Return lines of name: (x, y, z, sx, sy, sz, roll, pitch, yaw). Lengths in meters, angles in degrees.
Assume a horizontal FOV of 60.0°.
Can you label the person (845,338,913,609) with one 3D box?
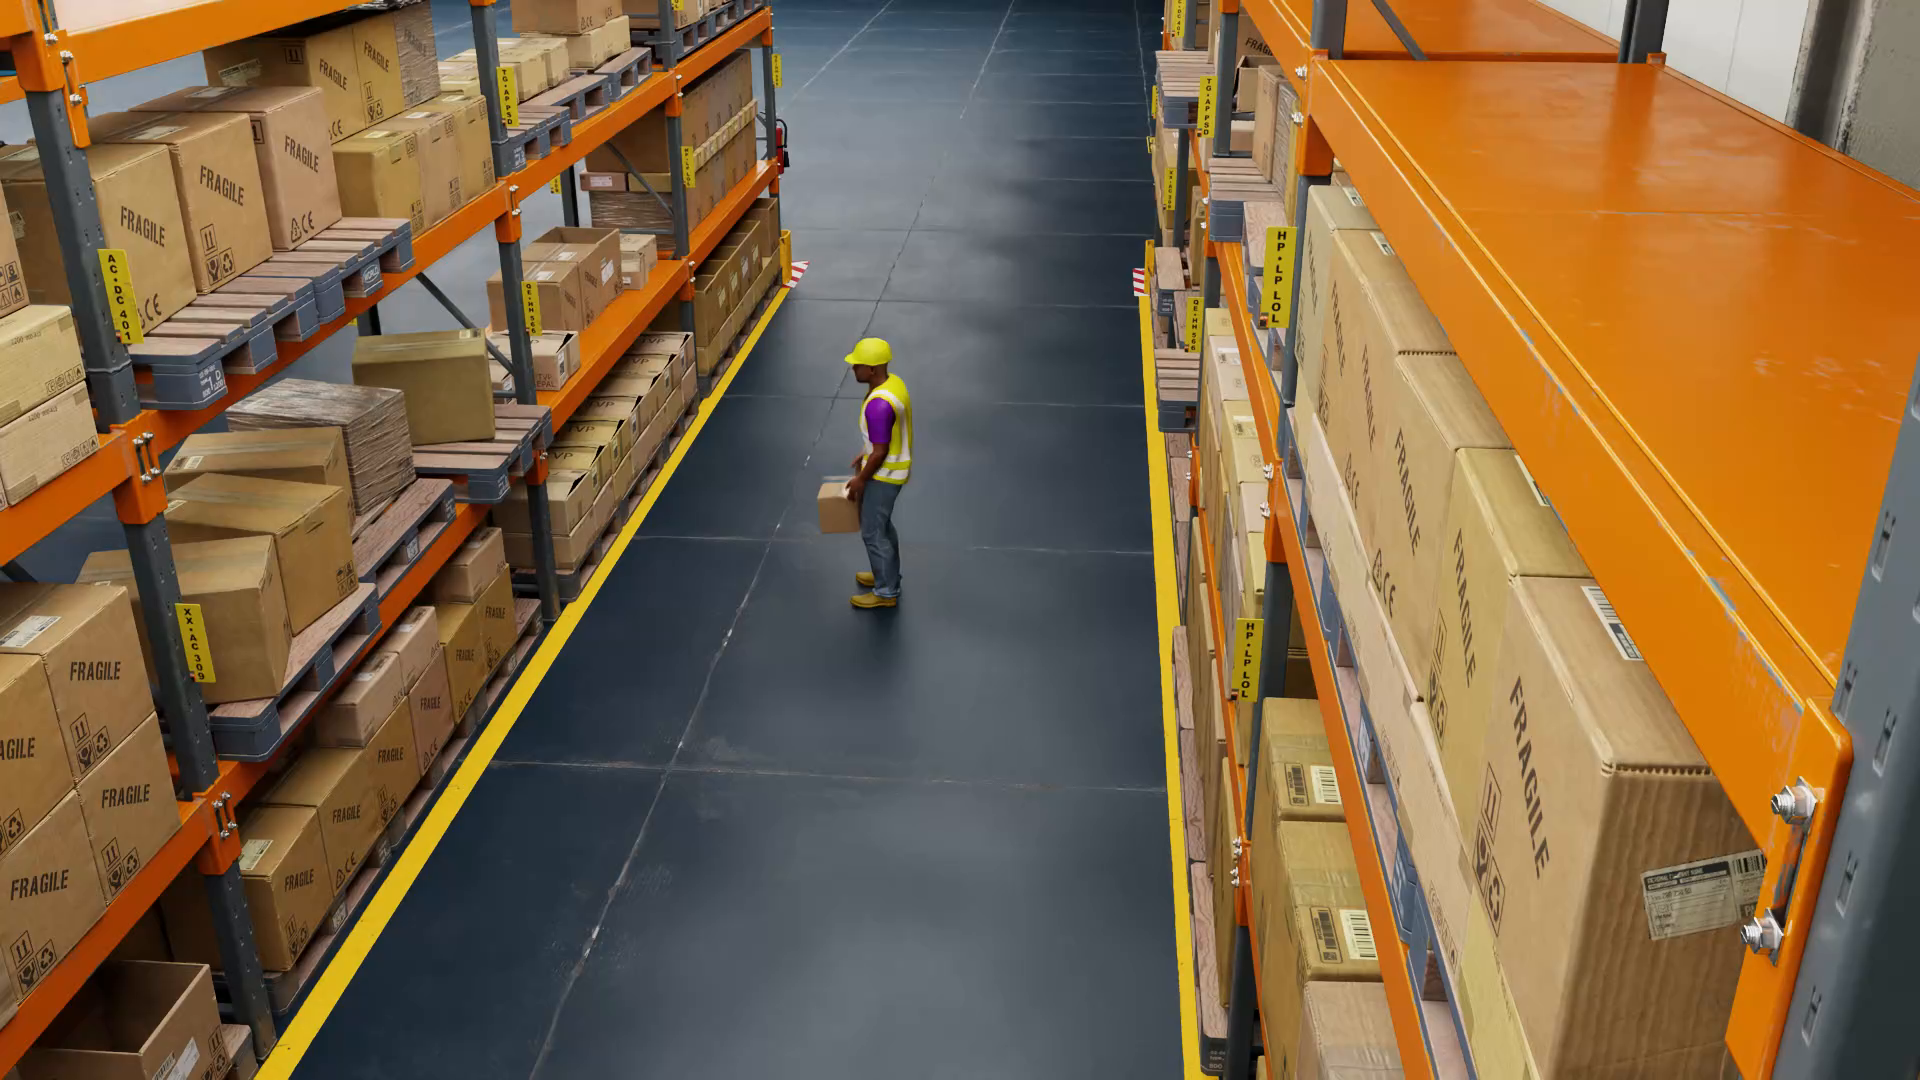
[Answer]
person: (-0.505, -0.432, 10.529, 0.422, 1.766, 0.583, 1, 24, 3)
